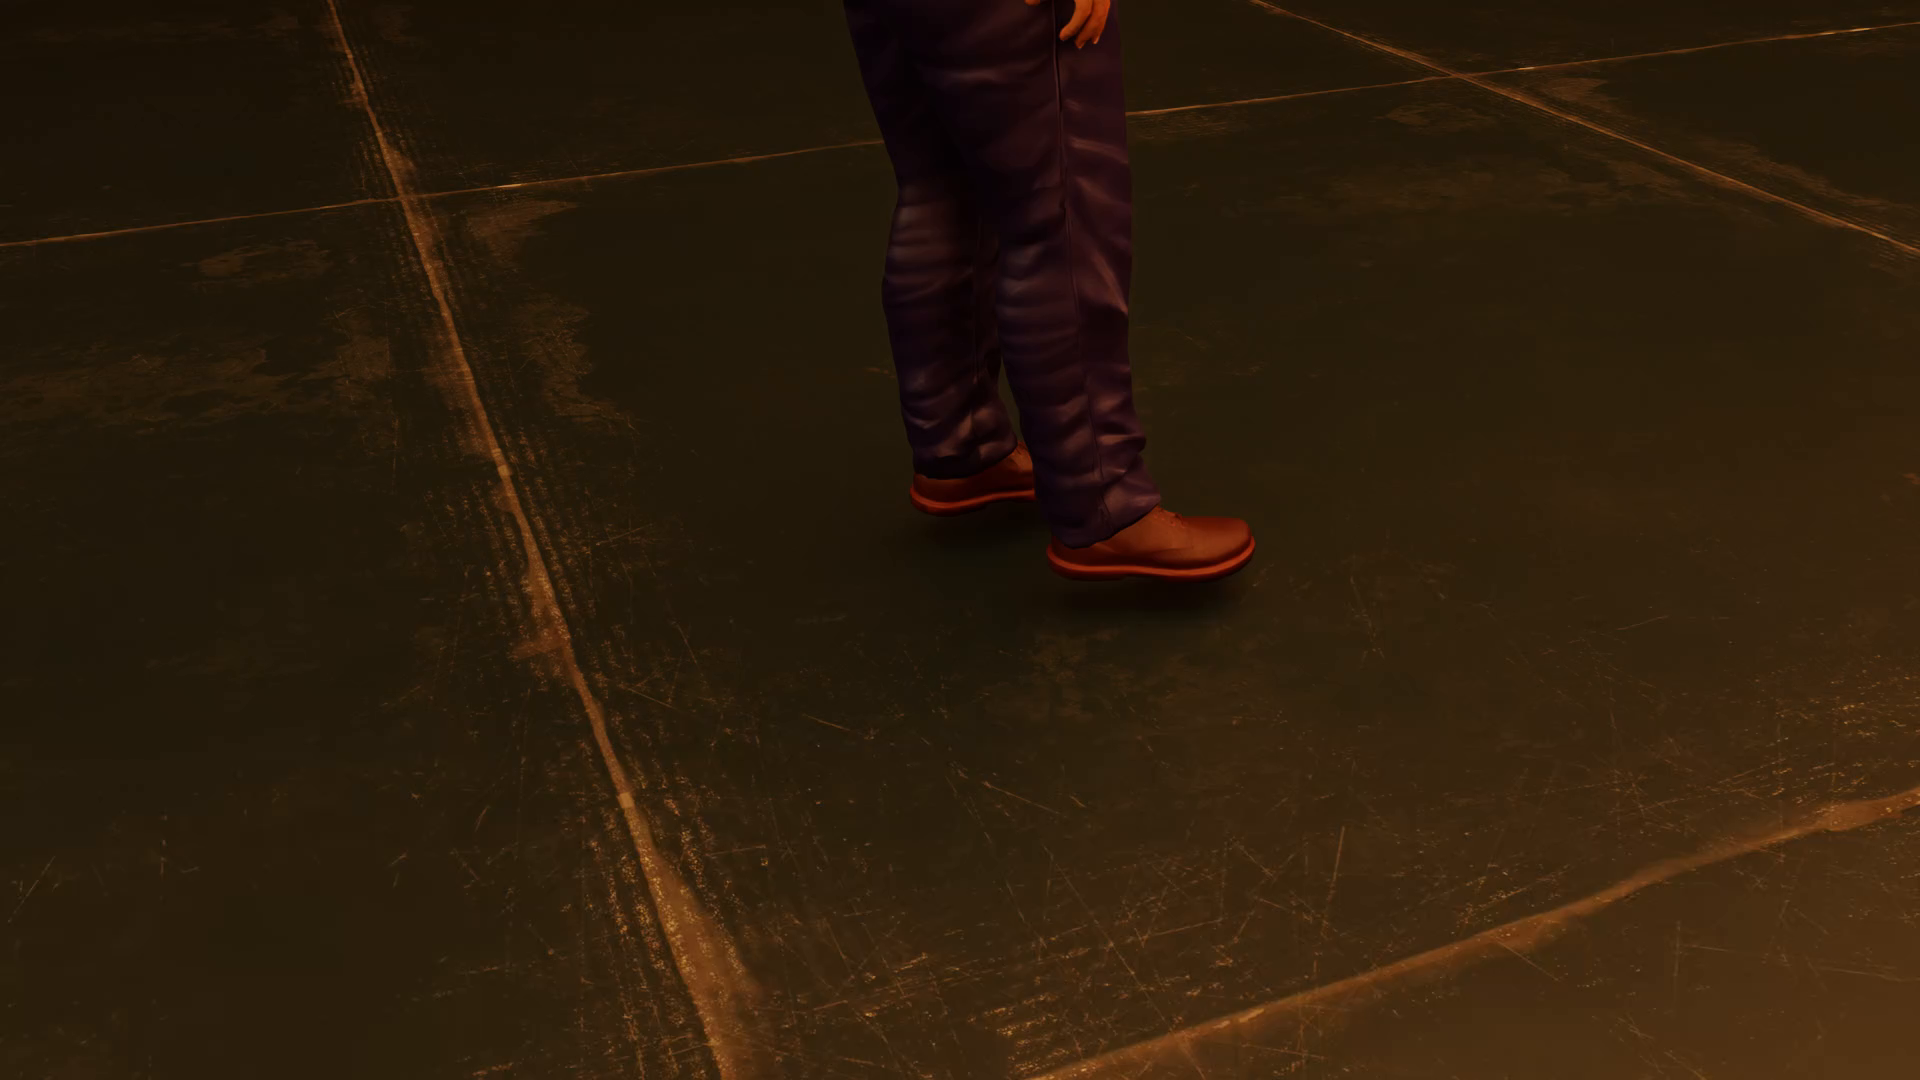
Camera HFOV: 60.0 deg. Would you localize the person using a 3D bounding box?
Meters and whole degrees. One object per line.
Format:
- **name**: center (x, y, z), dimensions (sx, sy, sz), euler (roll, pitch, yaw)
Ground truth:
- **person**: center (0.091, -0.764, 2.080), dimensions (0.503, 1.650, 0.599), euler (-11, 32, -19)
